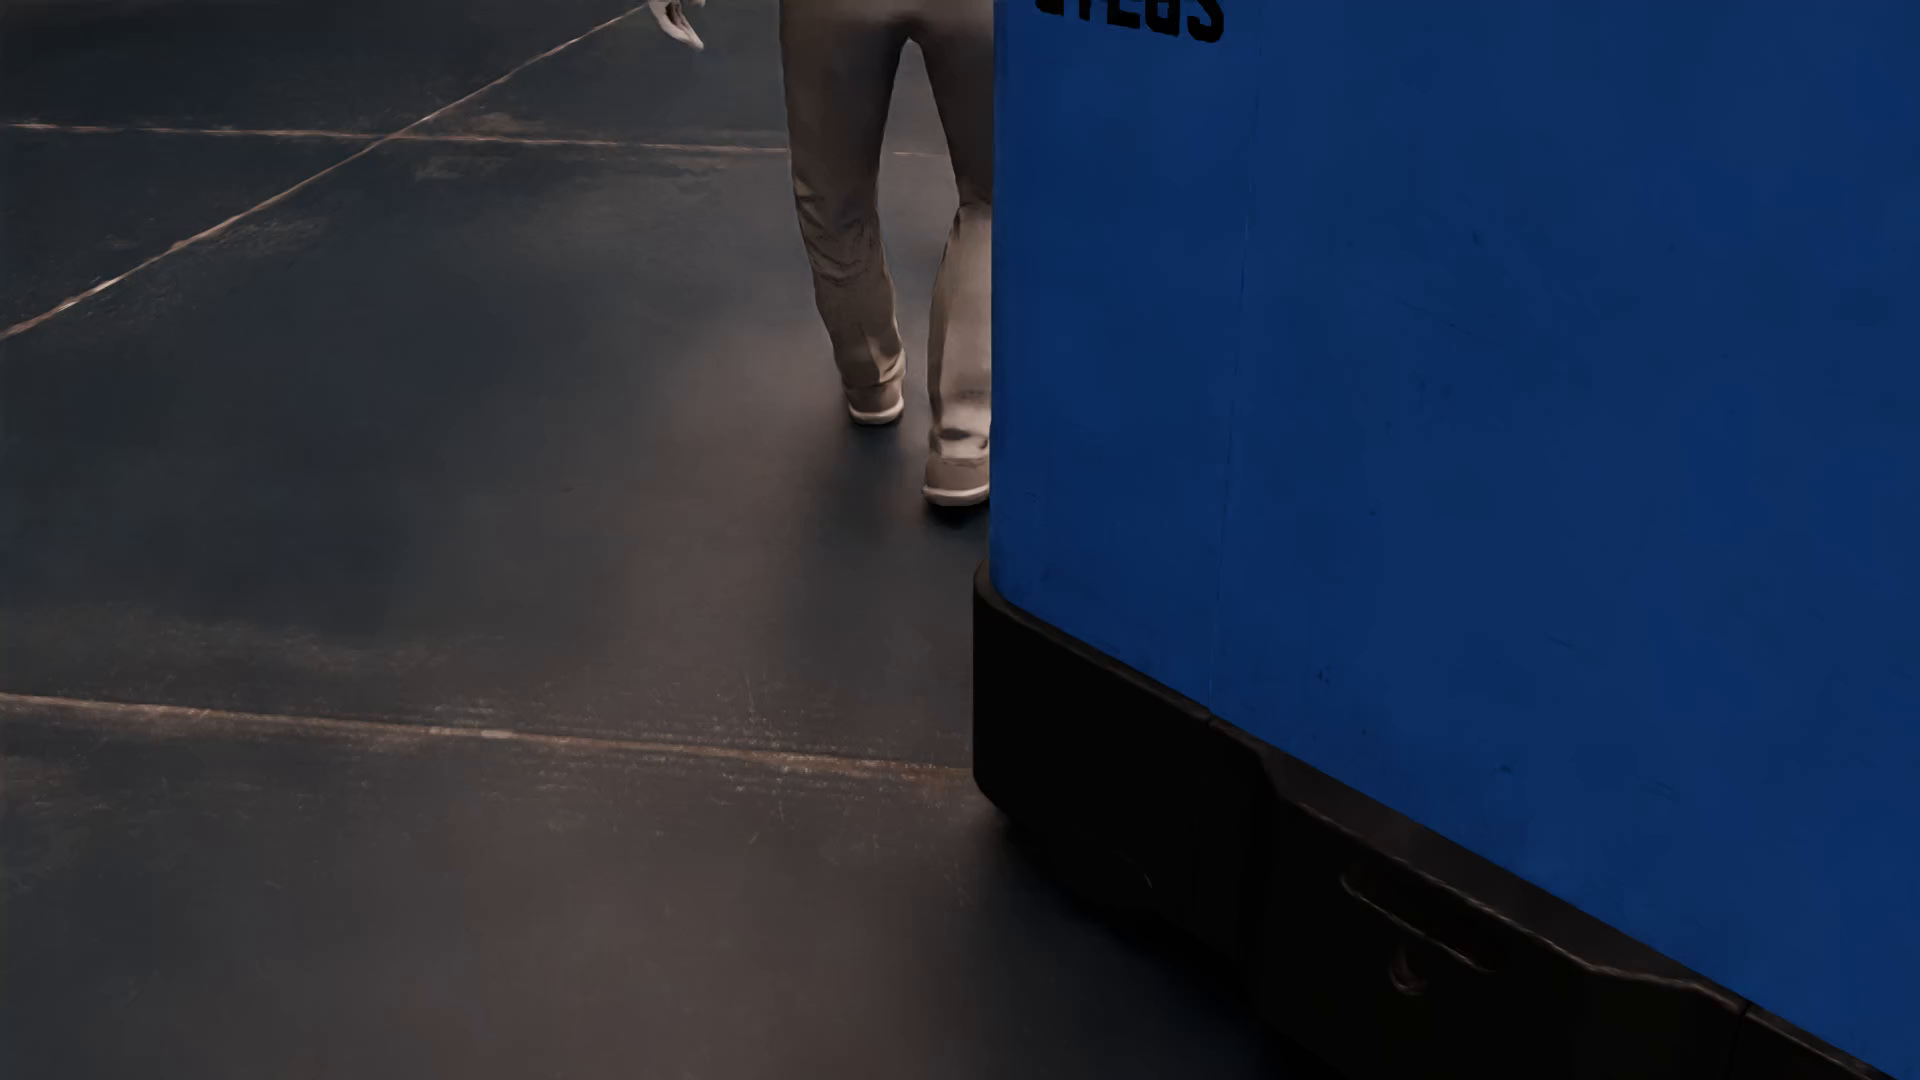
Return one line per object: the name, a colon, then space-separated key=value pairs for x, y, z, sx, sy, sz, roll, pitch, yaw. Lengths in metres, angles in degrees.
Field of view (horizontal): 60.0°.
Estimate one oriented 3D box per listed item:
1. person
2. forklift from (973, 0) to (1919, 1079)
person: x=-0.069 y=-0.876 z=2.433 sx=0.754 sy=1.636 sz=0.753 roll=0 pitch=27 yaw=0
forklift: x=1.360 y=-0.643 z=0.506 sx=1.130 sy=2.935 sz=3.031 roll=-21 pitch=33 yaw=-36
